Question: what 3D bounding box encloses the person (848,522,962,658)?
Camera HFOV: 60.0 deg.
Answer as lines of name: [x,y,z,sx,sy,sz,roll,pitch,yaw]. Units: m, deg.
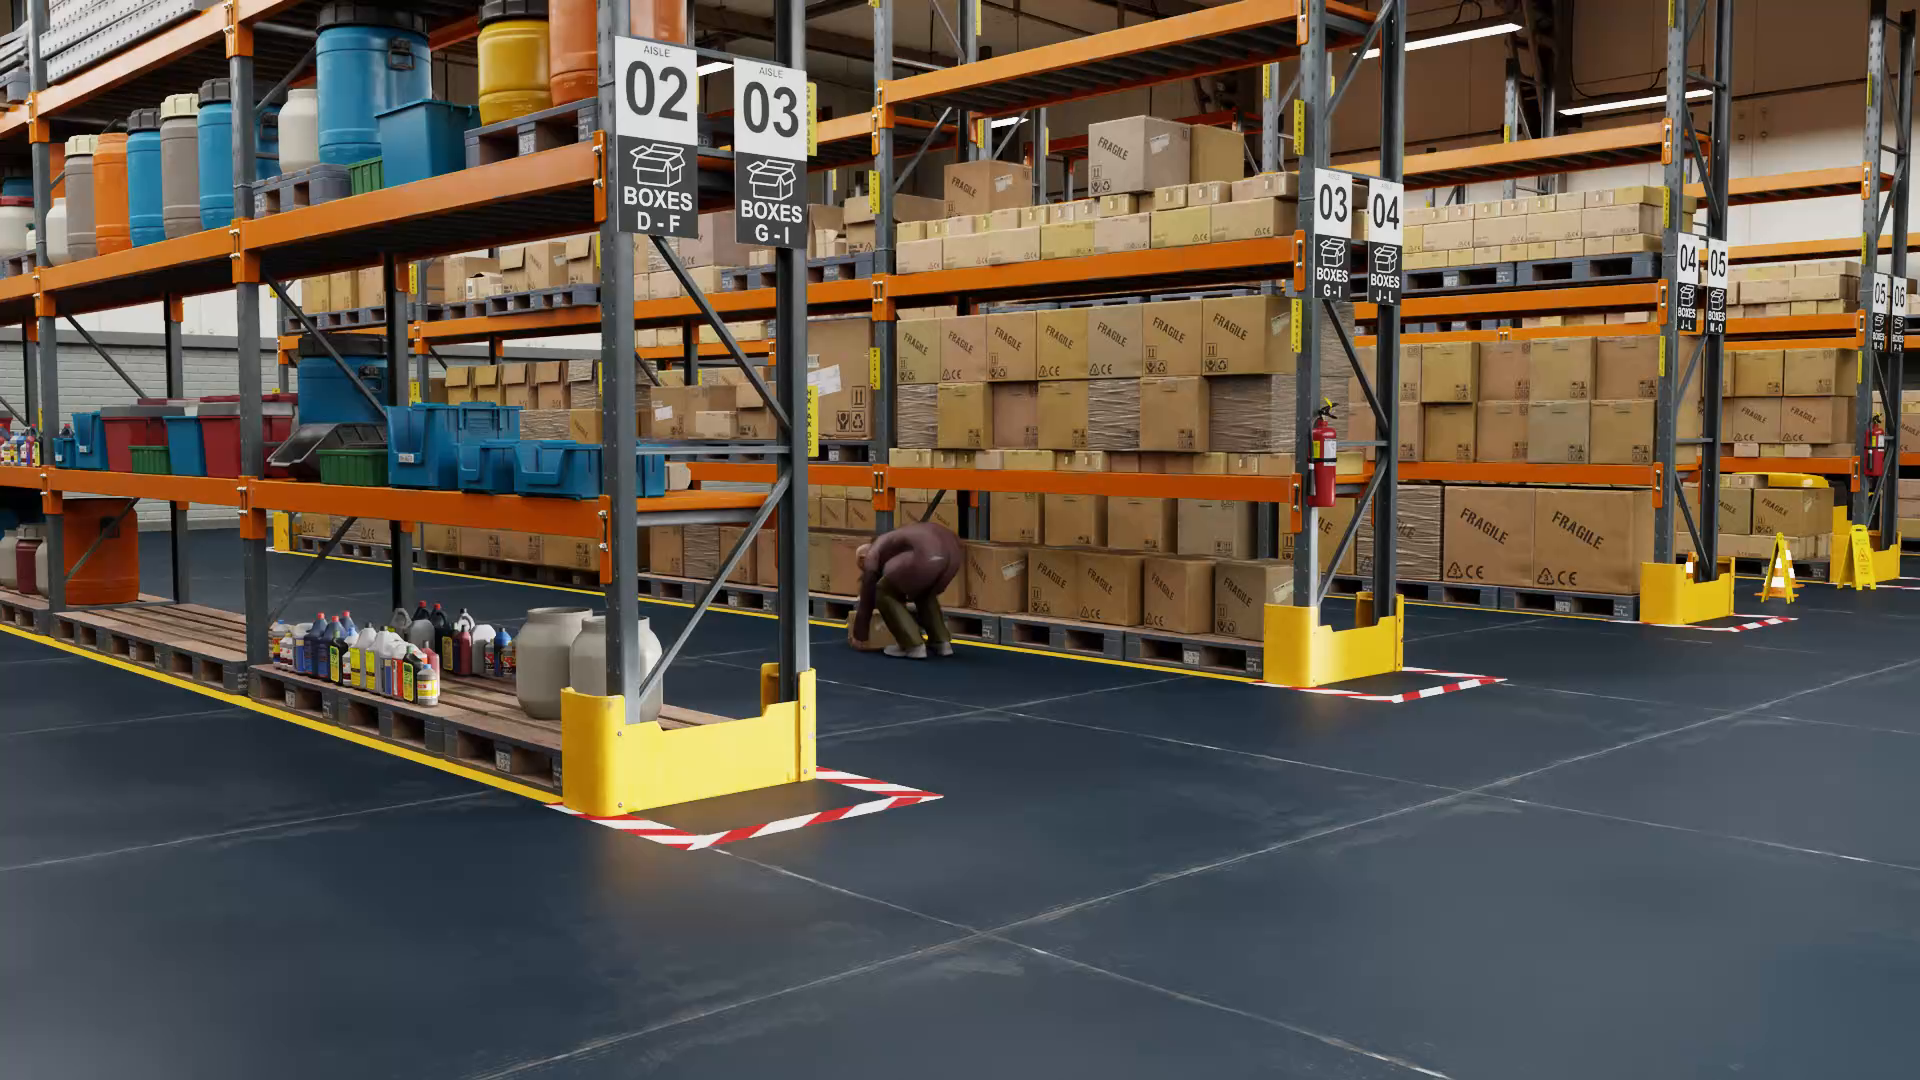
person: [-0.398,0.339,11.854,0.947,0.952,0.594,4,5,44]
